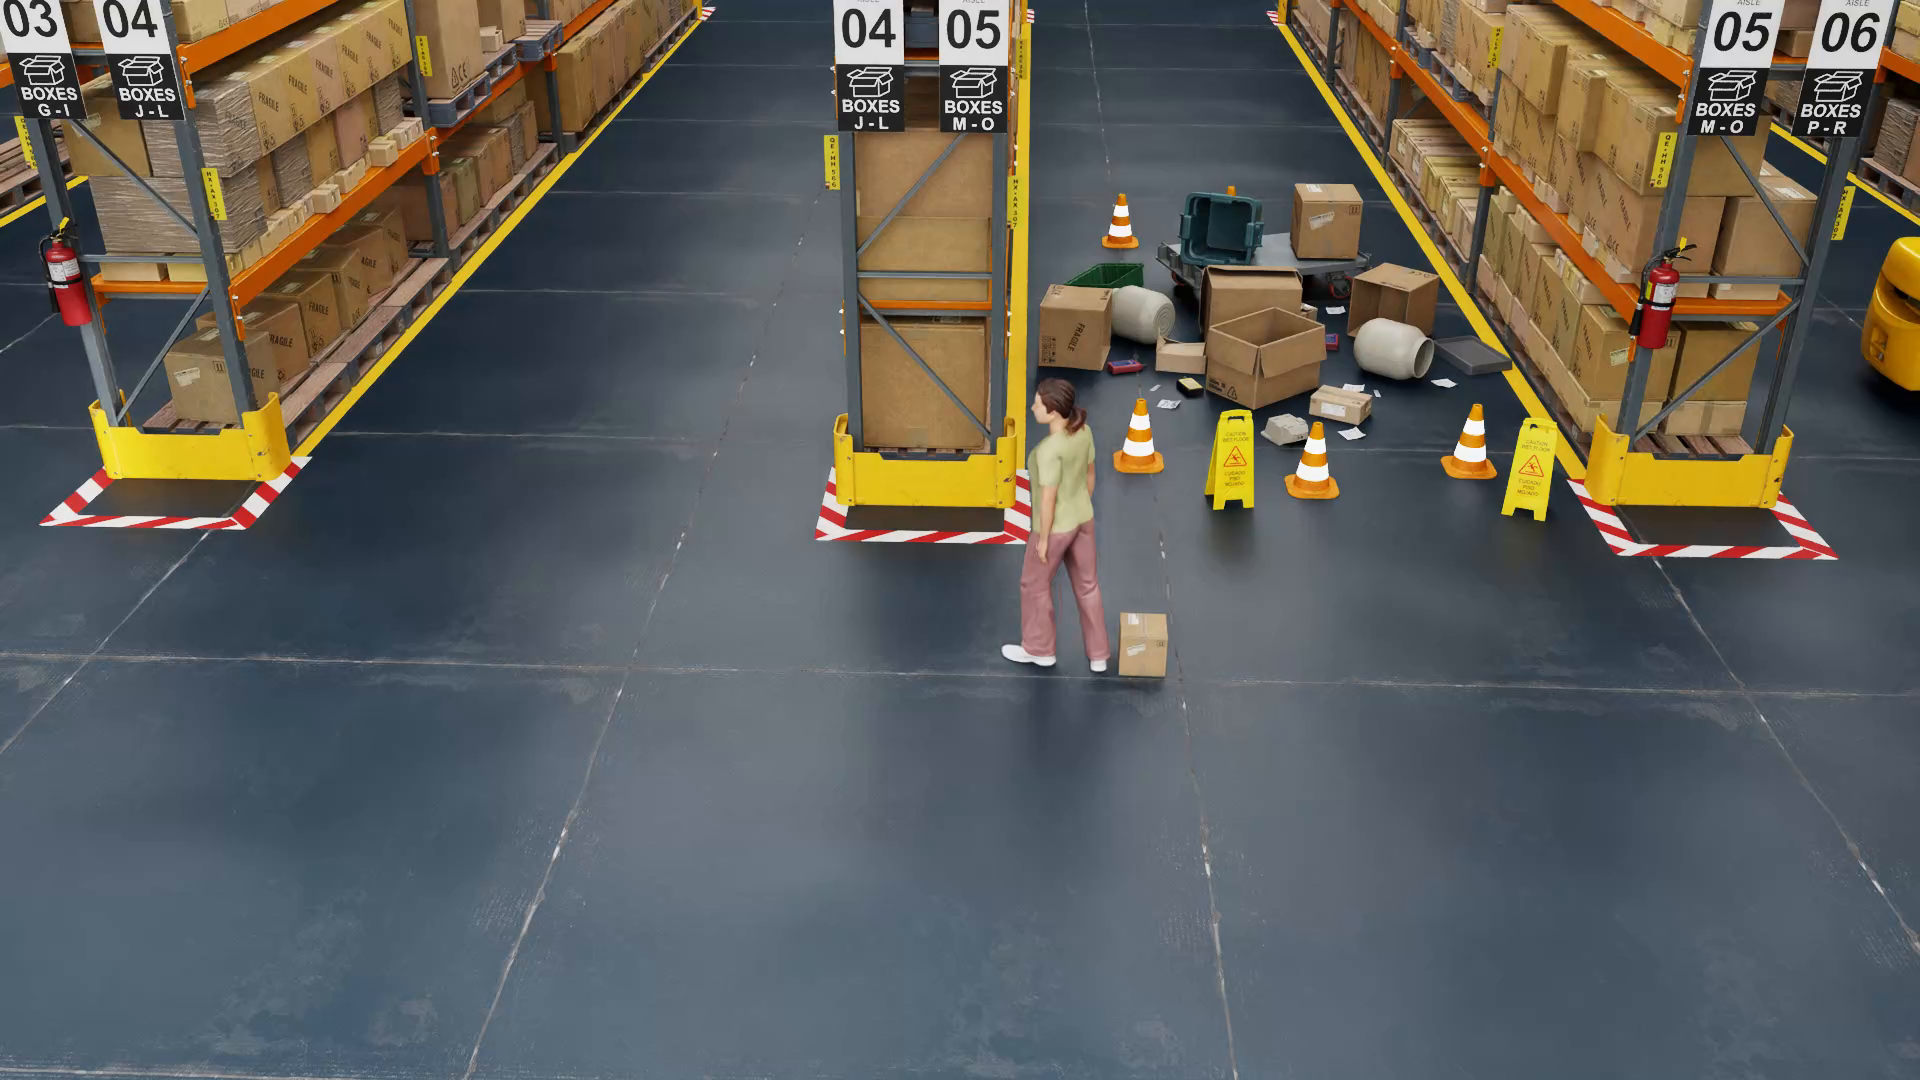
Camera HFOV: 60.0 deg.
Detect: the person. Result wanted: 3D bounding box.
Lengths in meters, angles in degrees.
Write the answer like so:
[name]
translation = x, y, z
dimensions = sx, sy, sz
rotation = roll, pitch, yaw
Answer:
[person]
translation = 0.547, -0.068, 8.757
dimensions = 0.565, 1.665, 0.481
rotation = 23, 36, 36
